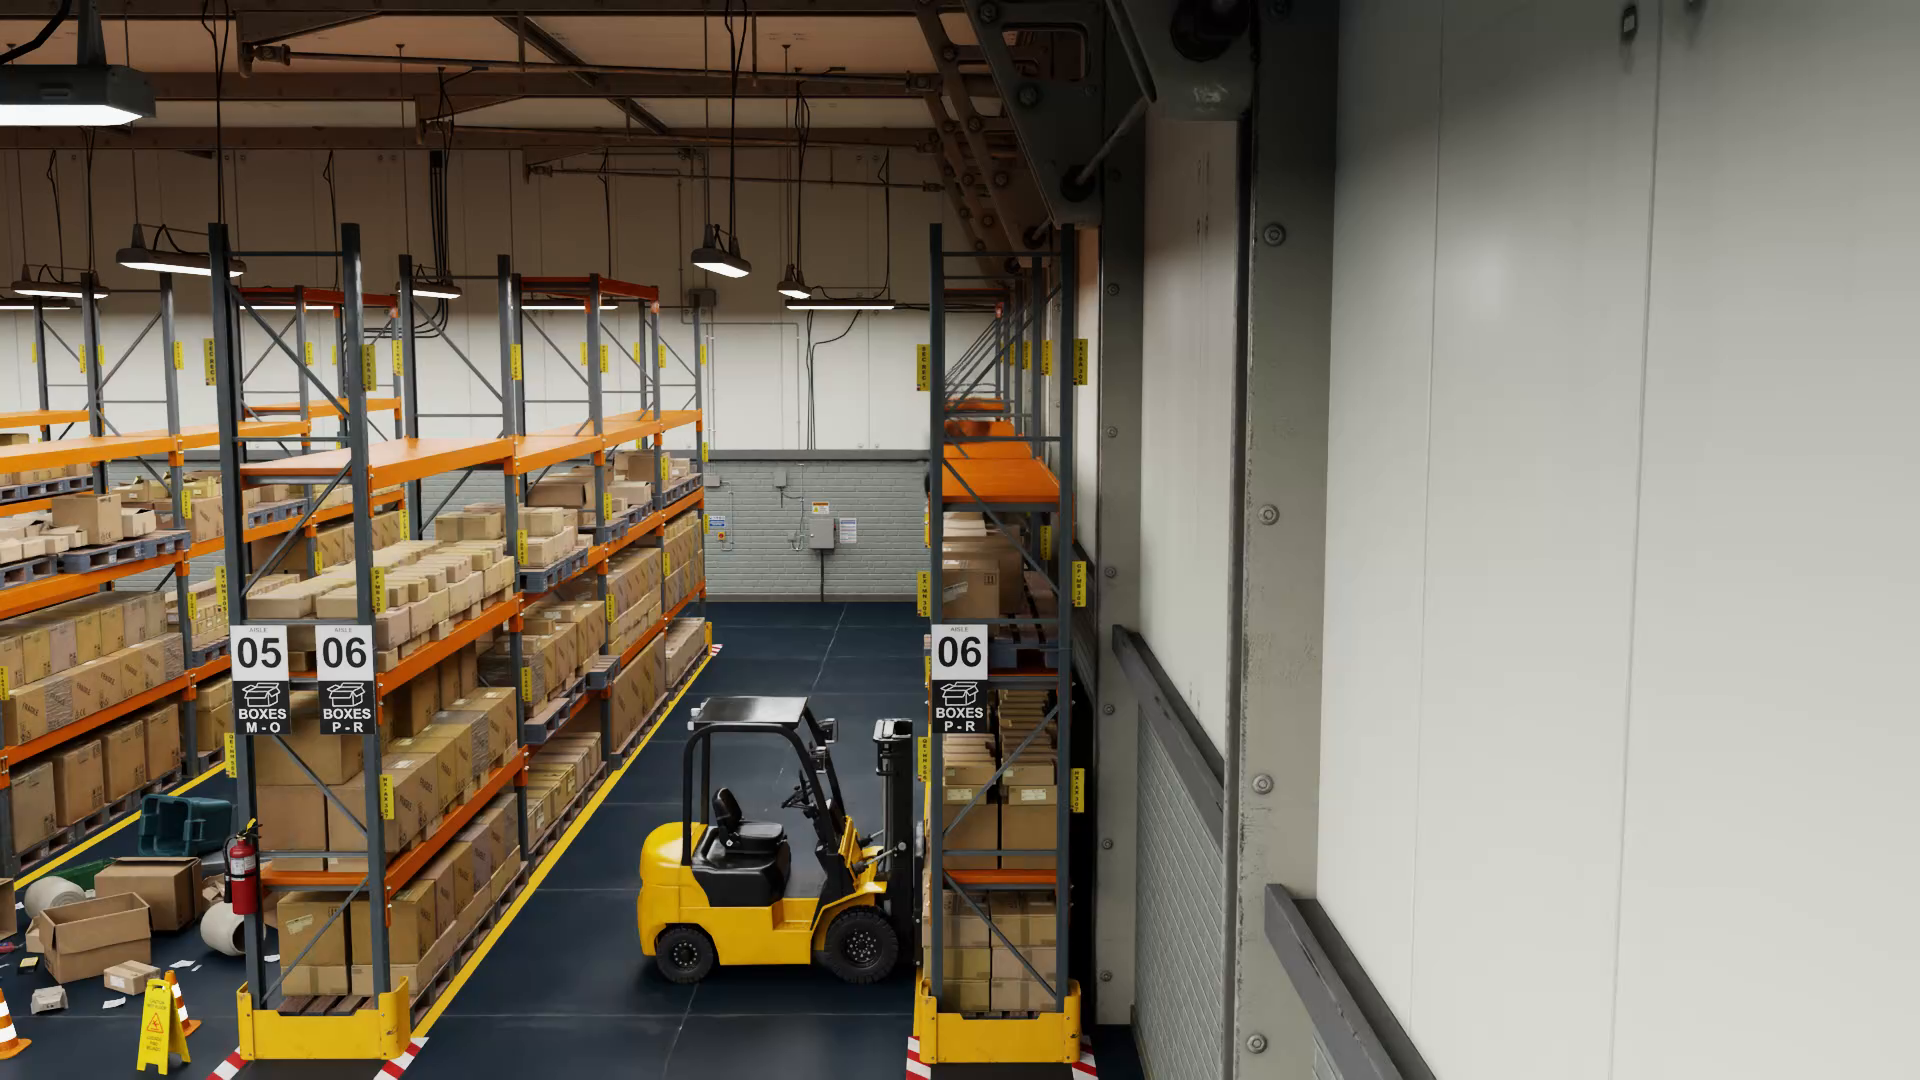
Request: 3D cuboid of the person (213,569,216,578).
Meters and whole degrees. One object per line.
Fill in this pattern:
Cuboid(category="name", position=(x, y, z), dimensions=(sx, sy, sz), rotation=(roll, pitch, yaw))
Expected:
Cuboid(category="person", position=(-11.553, 1.286, 25.894), dimensions=(0.763, 1.736, 0.998), rotation=(0, 7, 4))
